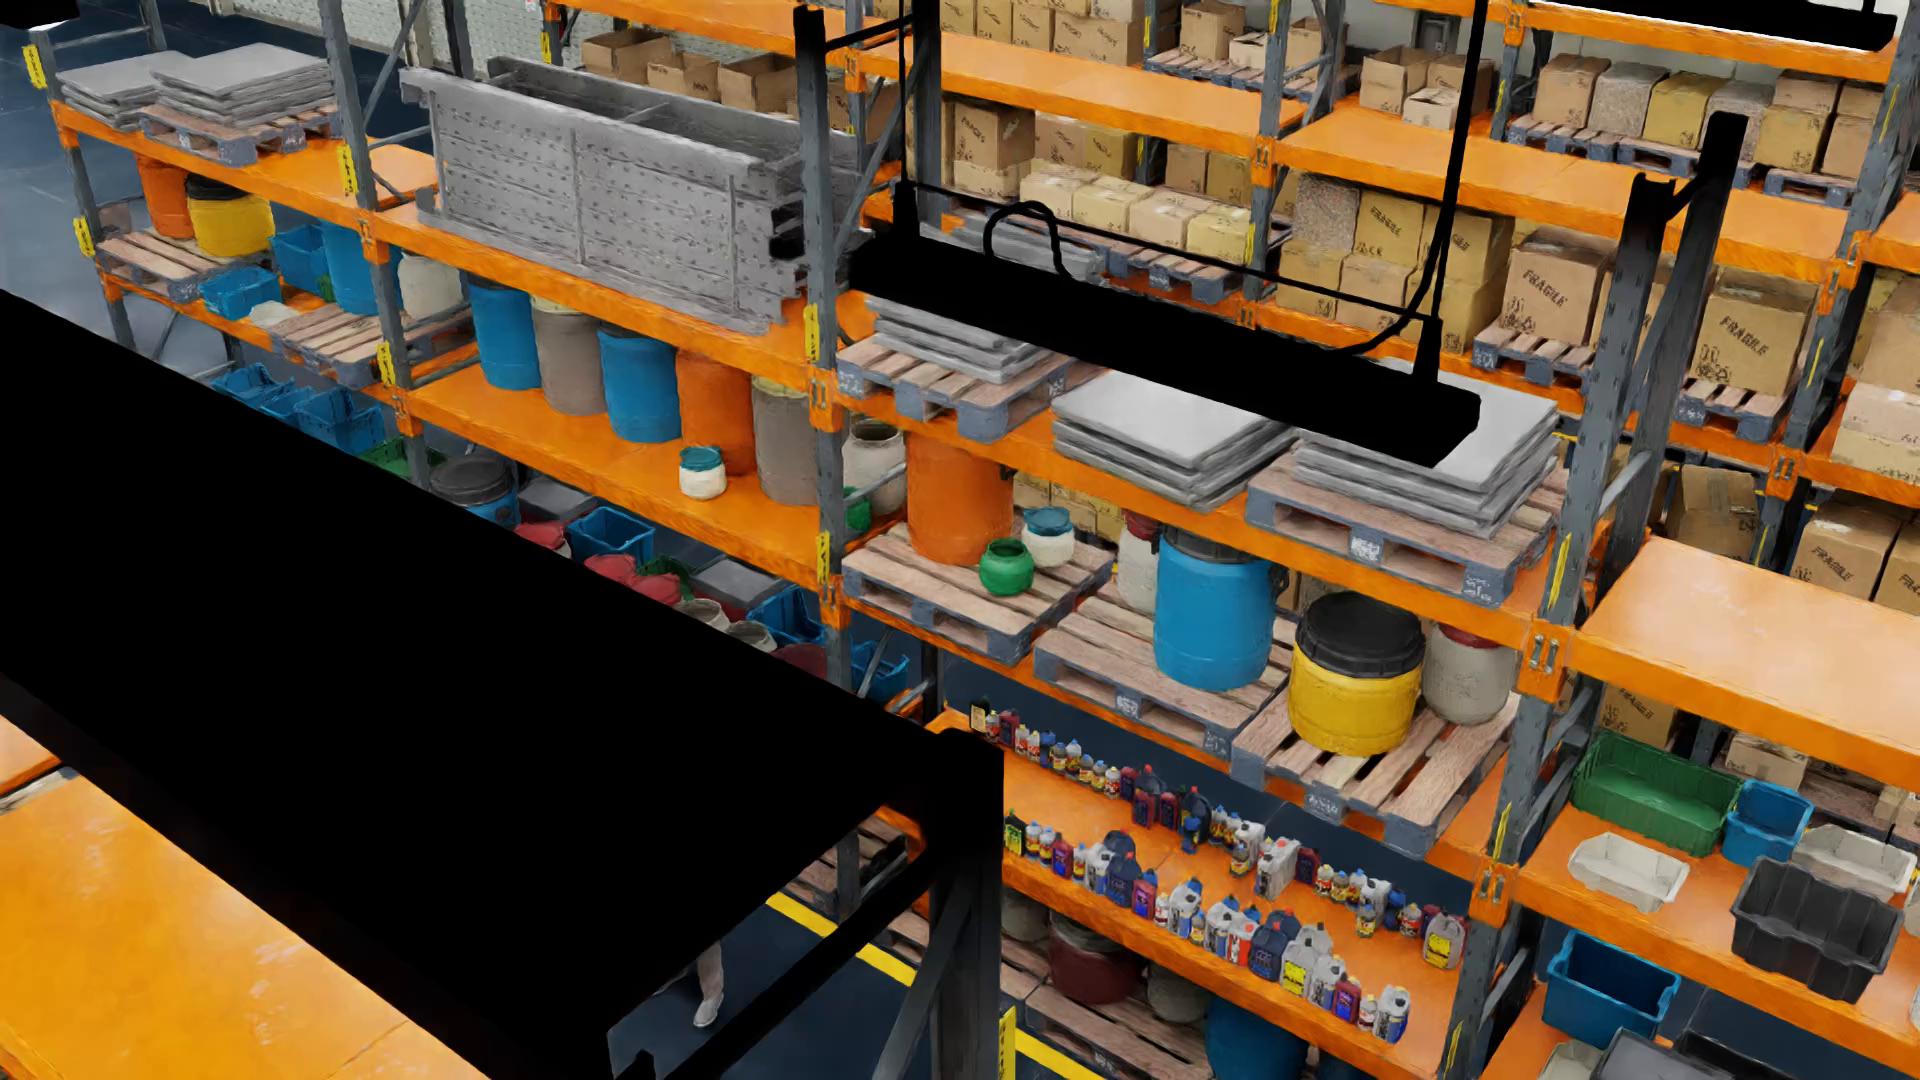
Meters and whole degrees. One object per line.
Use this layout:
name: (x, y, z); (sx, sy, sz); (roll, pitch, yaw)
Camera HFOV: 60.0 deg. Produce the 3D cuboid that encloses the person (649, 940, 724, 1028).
person: (-1.725, 2.165, 10.050); (0.625, 1.738, 0.476); (8, 32, 12)
